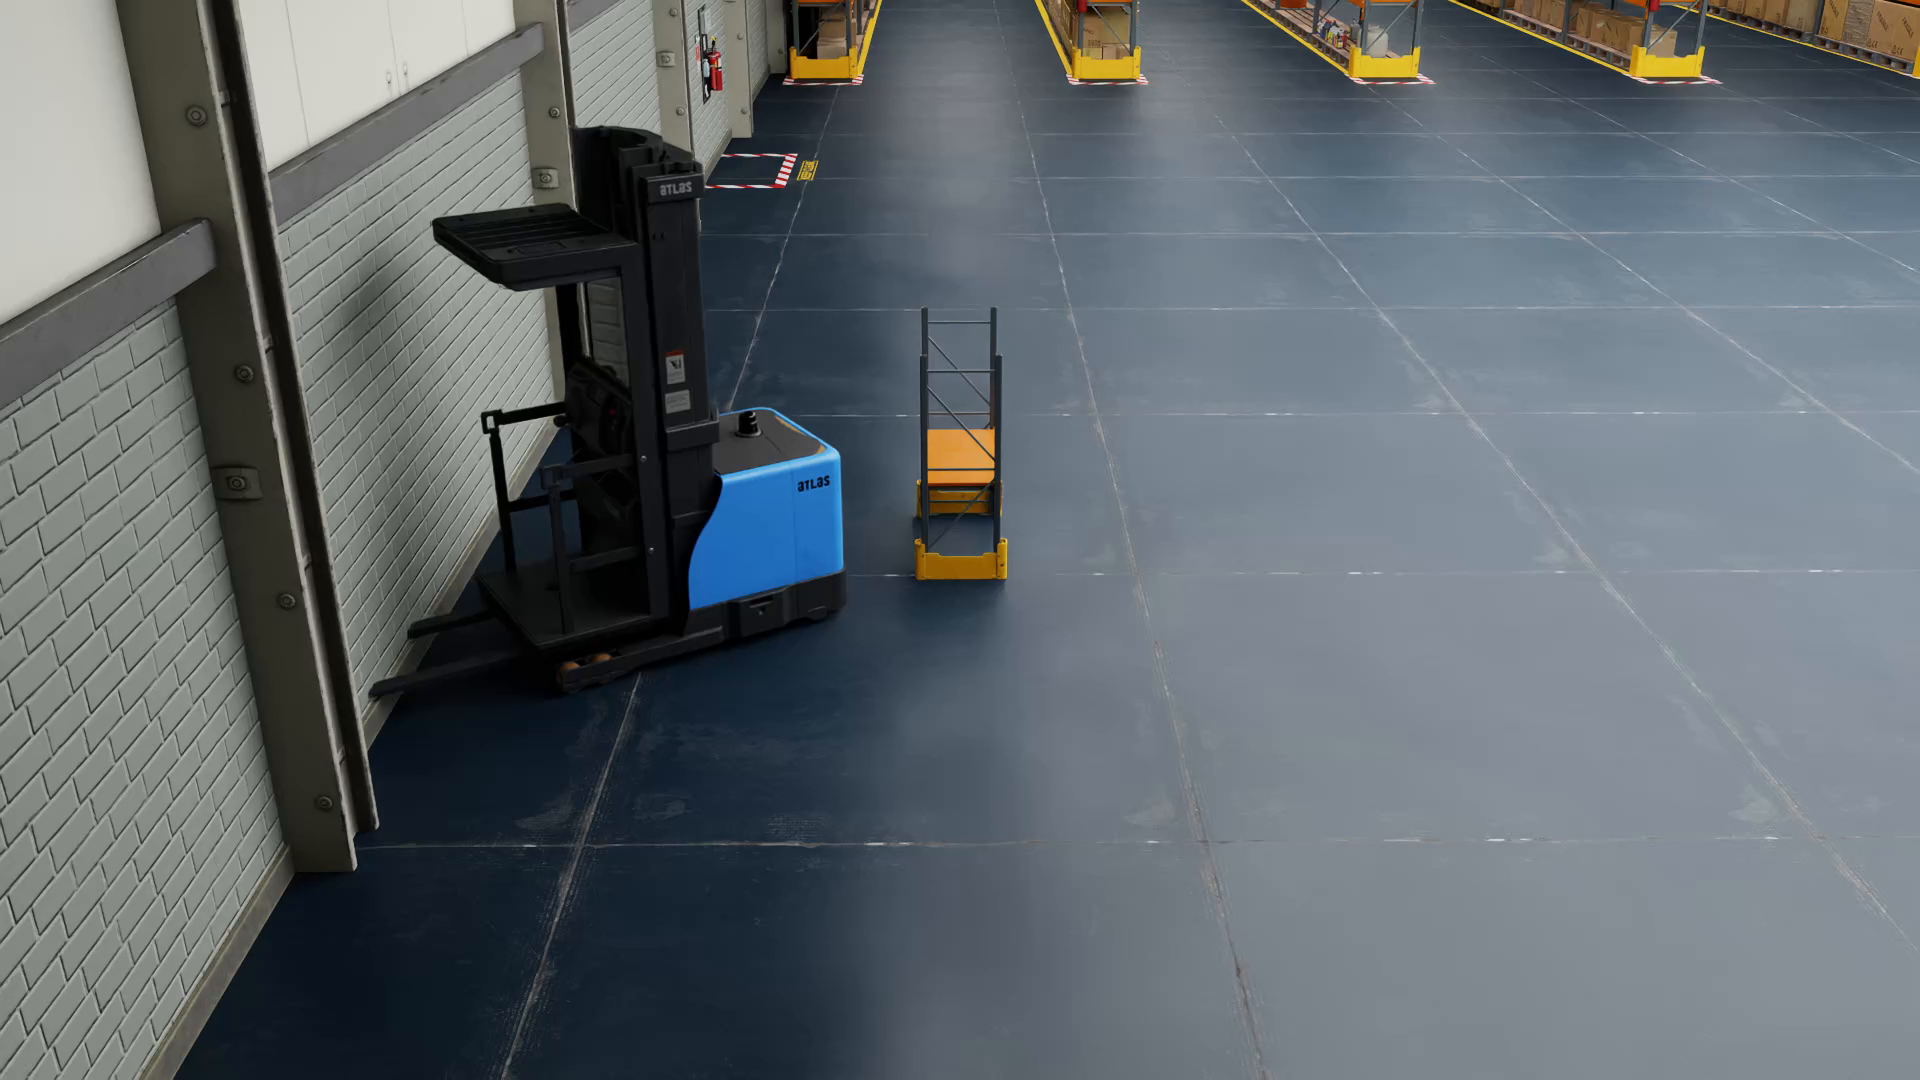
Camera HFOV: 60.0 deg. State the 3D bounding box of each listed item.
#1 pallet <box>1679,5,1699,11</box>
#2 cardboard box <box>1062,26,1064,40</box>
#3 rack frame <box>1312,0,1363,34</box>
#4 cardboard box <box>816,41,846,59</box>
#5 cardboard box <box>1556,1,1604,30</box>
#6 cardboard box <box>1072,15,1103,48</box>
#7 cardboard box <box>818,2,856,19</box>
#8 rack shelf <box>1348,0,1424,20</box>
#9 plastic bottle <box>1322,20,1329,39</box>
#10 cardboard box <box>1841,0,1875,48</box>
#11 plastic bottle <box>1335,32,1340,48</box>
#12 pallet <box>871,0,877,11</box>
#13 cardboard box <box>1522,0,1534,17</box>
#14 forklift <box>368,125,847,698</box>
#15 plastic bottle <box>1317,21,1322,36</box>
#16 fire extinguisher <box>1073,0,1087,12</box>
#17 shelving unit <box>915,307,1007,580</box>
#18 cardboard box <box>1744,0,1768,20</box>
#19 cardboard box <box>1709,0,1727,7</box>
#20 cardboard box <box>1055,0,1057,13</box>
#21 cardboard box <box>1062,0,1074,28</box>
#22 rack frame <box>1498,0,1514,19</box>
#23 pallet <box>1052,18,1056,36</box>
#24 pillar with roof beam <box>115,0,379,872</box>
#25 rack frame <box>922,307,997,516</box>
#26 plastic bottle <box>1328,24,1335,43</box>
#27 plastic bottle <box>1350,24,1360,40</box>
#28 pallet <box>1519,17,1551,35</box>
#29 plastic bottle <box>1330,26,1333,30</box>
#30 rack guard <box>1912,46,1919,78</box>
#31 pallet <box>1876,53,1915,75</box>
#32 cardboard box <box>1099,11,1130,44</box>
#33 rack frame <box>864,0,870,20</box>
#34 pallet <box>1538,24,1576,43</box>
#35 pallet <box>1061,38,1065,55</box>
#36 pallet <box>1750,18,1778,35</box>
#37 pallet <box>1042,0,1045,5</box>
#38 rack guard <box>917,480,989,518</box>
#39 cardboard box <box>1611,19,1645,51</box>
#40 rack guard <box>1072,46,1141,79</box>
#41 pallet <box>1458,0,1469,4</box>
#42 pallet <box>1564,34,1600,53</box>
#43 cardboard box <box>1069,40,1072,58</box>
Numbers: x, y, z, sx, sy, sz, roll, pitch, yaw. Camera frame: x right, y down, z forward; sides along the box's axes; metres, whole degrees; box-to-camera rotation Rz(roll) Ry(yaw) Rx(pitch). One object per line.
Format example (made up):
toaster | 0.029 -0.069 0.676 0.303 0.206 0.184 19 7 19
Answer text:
pallet | 17.323 -12.393 38.396 1.003 0.211 1.213 0 24 -1
cardboard box | 2.220 -9.709 31.903 0.500 0.250 0.500 0 24 -1
rack frame | 7.470 -11.189 32.350 1.000 3.000 0.127 0 24 -1
cardboard box | -2.310 -8.757 29.702 0.500 0.311 0.500 -3 25 -7
cardboard box | 12.438 -10.526 33.384 0.700 0.500 0.500 -2 24 -5
cardboard box | 2.258 -9.020 29.471 0.500 0.500 0.500 0 24 -1
cardboard box | -2.461 -10.510 33.347 0.700 0.500 0.500 1 24 1
rack shelf | 7.492 -10.037 30.676 1.077 0.370 4.000 0 24 -1
plastic bottle | 7.064 -9.848 32.066 0.144 0.351 0.185 0 24 1
cardboard box | 17.334 -9.785 31.313 0.875 0.875 0.875 0 24 0
plastic bottle | 7.036 -9.307 30.950 0.061 0.283 0.133 0 24 1
pallet | -2.423 -12.349 38.299 1.003 0.211 1.213 0 24 -1
cardboard box | 12.426 -11.417 35.353 0.700 0.500 0.500 -2 24 -5
forklift | -2.214 -0.725 9.296 3.031 2.935 1.130 -15 28 -29
plastic bottle | 7.036 -10.013 32.527 0.097 0.271 0.097 0 24 0
fire extinguisher | 2.098 -9.434 28.564 0.296 0.674 0.183 0 24 -1
shelving unit | 0.001 -0.652 10.871 0.587 1.500 1.083 0 24 -1
cardboard box | 17.270 -11.395 35.026 1.050 0.750 0.750 0 24 0
cardboard box | 17.072 -12.163 37.027 0.500 0.500 0.500 0 24 -1
cardboard box | 2.211 -10.948 33.964 0.500 0.311 0.500 0 24 -1
cardboard box | 2.223 -10.050 31.749 0.500 0.500 0.500 0 24 -1
rack frame | 12.379 -12.860 36.044 1.000 3.000 0.127 0 24 -1
pallet | 2.454 -10.706 34.664 1.003 0.211 1.213 0 24 -1
pillar with roof beam | 1.302 -2.644 6.177 9.100 9.000 0.400 0 24 -1
rack frame | -0.005 -0.858 11.326 0.500 1.500 0.032 0 24 -1
plastic bottle | 7.071 -9.595 31.507 0.144 0.351 0.185 0 24 -1
plastic bottle | 7.620 -9.795 32.038 0.152 0.276 0.135 0 24 -1
pallet | 12.397 -10.766 34.798 1.003 0.211 1.213 0 24 -1
plastic bottle | 7.105 -9.674 31.777 0.097 0.271 0.097 0 24 0
rack guard | 17.428 -8.395 29.206 1.175 0.500 0.348 0 24 -1
pallet | 17.341 -8.603 30.015 1.003 0.211 1.213 0 24 -1
cardboard box | 2.770 -9.229 29.932 0.500 0.500 0.500 0 24 -1
rack frame | -2.480 -12.793 35.896 1.000 3.000 0.127 0 24 -1
pallet | 12.413 -10.262 33.683 1.003 0.211 1.213 0 24 -1
pallet | 2.484 -9.570 32.154 1.003 0.211 1.213 0 24 -1
pallet | 17.284 -10.743 34.748 1.003 0.211 1.213 0 24 -1
pallet | 2.477 -12.860 39.427 1.003 0.211 1.213 0 24 -1
rack guard | -0.005 -0.288 11.583 0.587 0.250 0.087 0 24 -1
cardboard box | 12.448 -9.377 30.868 0.500 0.500 0.500 2 24 4
rack guard | 2.561 -8.372 29.153 1.175 0.500 0.348 0 24 -1
pallet | 12.420 -12.920 39.561 1.003 0.211 1.213 0 24 -1
pallet | 12.466 -9.665 32.363 1.003 0.211 1.213 0 24 -1
cardboard box | 2.242 -8.885 30.081 0.500 0.250 0.500 0 24 -1
